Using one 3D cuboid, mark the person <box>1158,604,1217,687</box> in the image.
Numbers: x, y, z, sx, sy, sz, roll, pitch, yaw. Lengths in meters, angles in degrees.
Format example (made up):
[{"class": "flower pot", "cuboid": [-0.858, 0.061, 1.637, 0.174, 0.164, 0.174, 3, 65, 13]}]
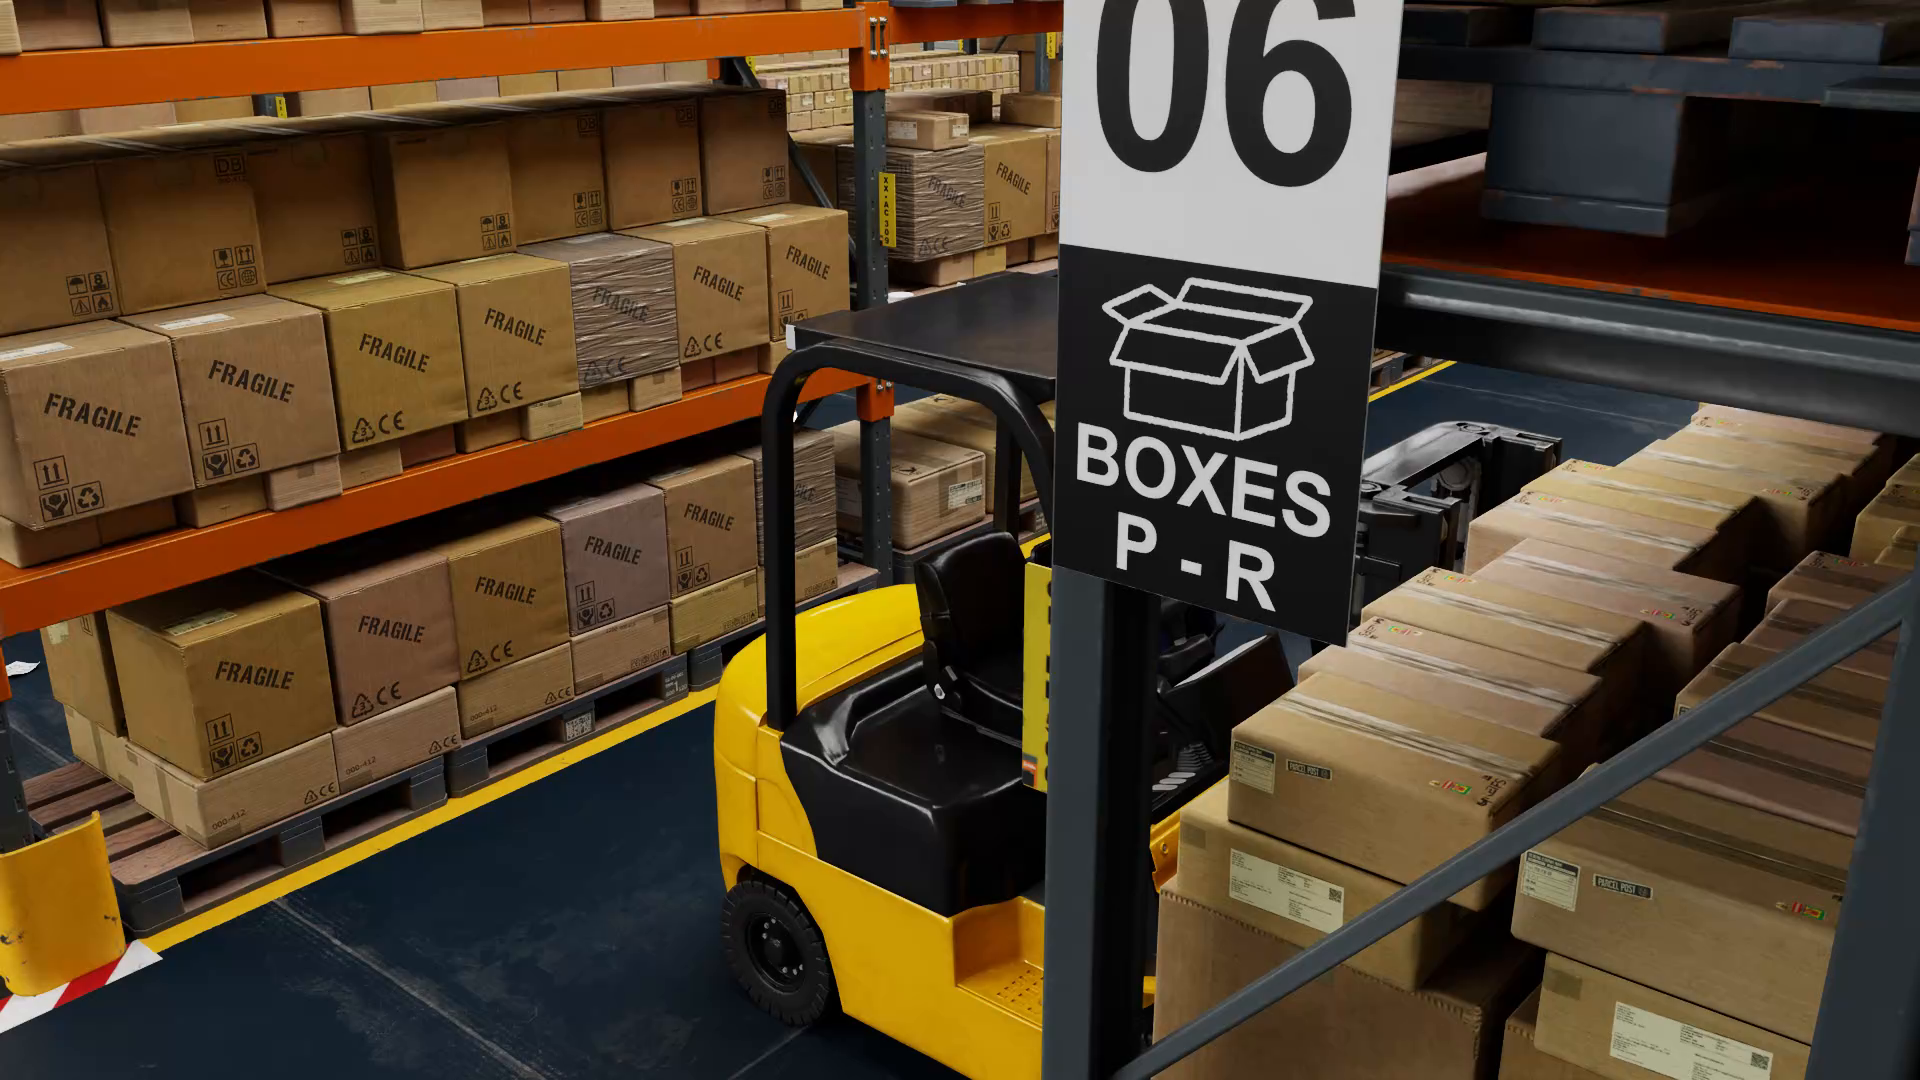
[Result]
[{"class": "person", "cuboid": [0.865, 0.139, 6.317, 0.516, 1.634, 0.452, 16, 26, 37]}]
